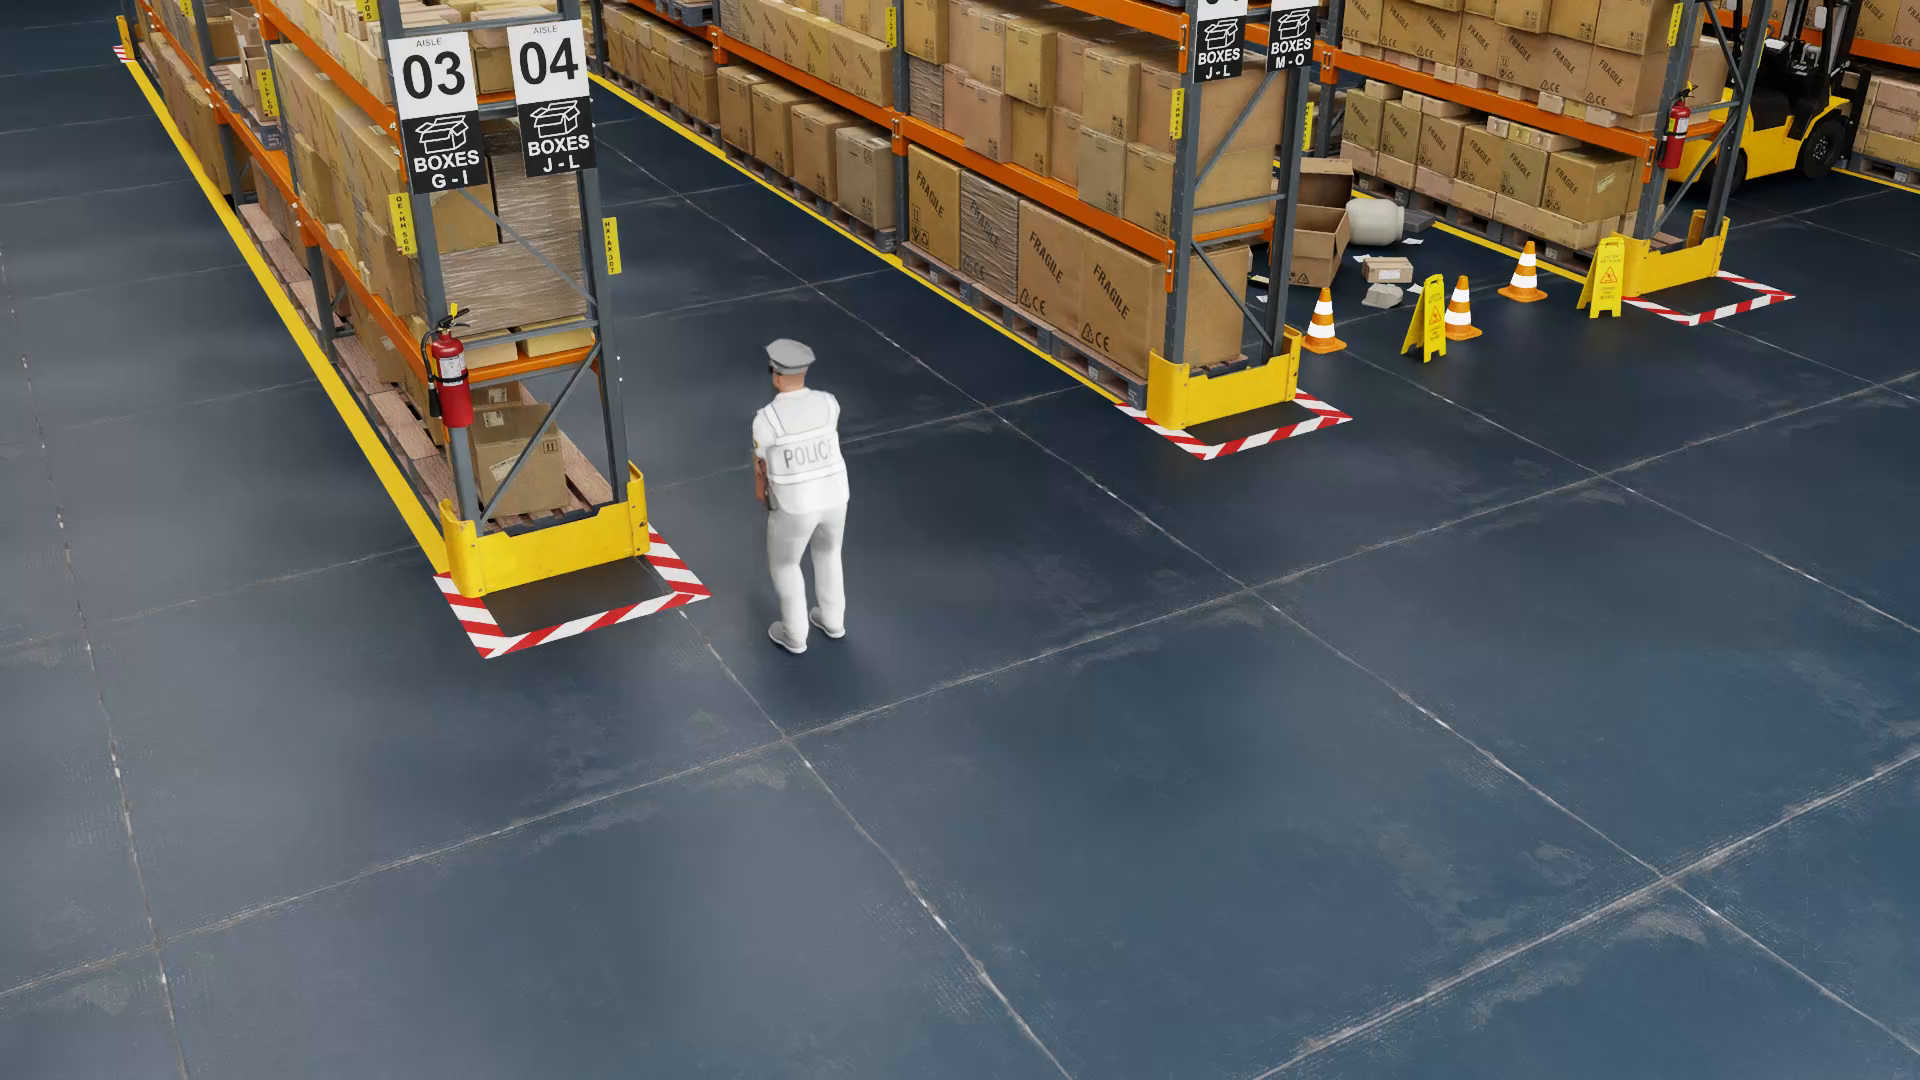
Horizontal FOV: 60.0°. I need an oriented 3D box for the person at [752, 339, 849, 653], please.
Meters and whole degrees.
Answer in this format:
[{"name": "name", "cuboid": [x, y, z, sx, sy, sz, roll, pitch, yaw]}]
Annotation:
[{"name": "person", "cuboid": [-0.881, -0.240, 9.000, 0.486, 1.754, 0.588, -16, 33, -27]}]
